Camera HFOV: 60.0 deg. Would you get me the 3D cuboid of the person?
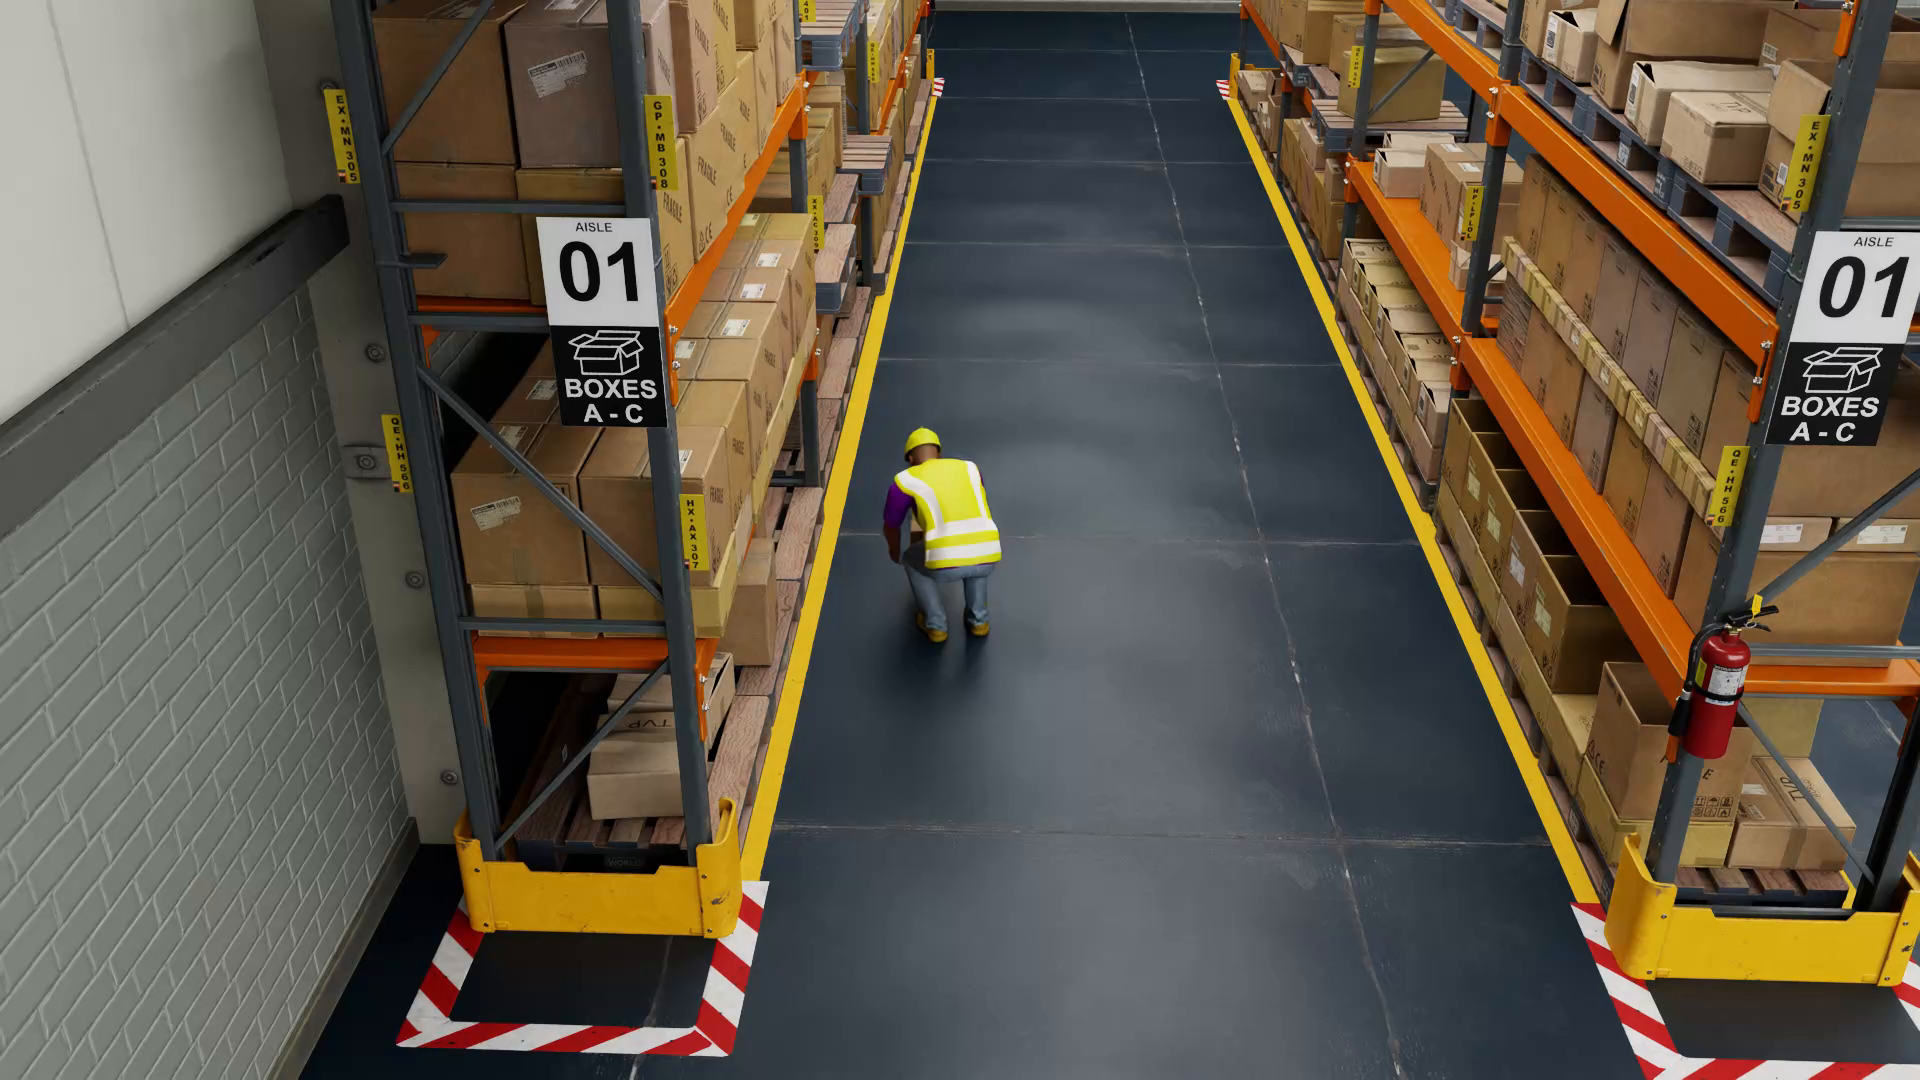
[{"bbox_3d":[-0.107,-0.013,9.369,0.594,1.073,0.863,-7,29,-13],"label":"person"}]
